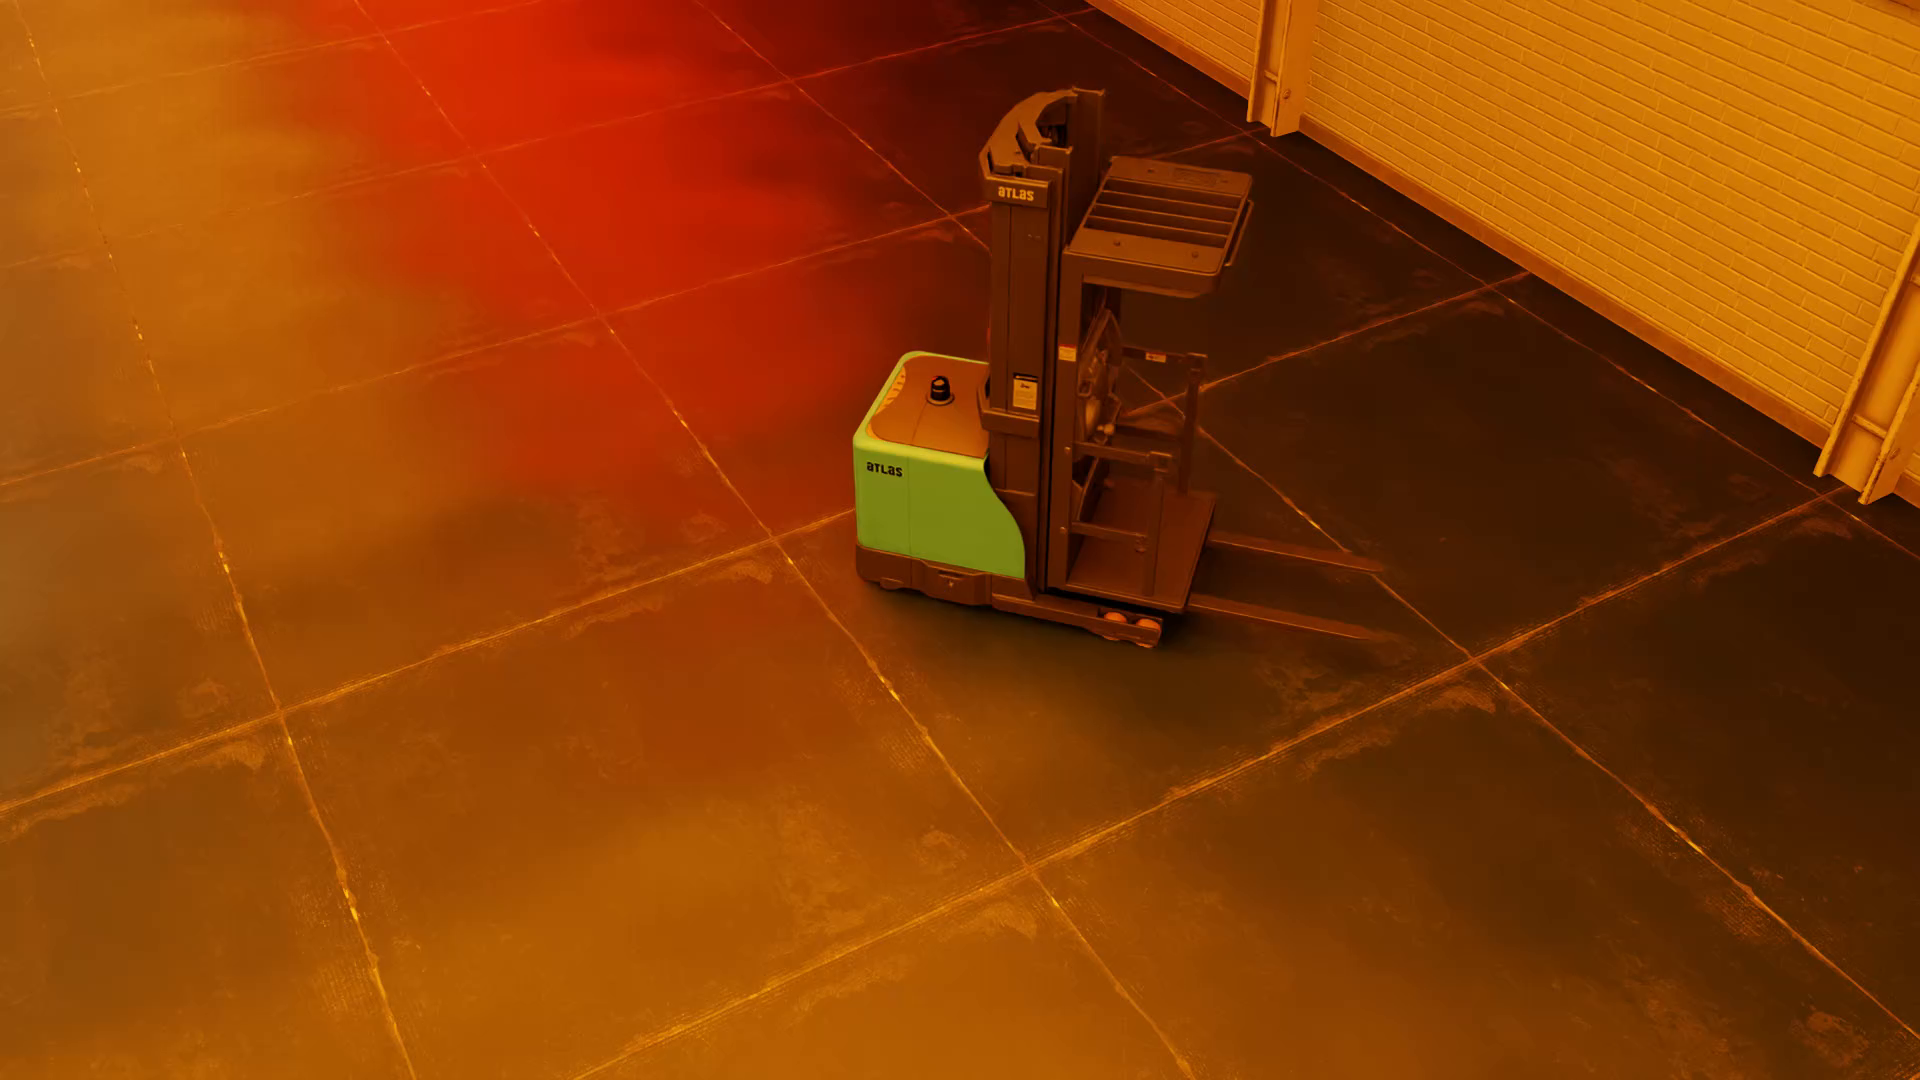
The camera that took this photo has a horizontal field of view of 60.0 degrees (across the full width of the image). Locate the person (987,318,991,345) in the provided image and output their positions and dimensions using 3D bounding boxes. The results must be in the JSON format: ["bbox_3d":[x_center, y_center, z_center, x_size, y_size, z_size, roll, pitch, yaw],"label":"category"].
[{"bbox_3d":[0.632,-1.249,10.666,0.927,1.521,1.348,2,40,2],"label":"person"}]

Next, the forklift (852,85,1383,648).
[{"bbox_3d":[0.952,-0.890,9.109,3.031,2.935,1.130,11,41,13],"label":"forklift"}]
